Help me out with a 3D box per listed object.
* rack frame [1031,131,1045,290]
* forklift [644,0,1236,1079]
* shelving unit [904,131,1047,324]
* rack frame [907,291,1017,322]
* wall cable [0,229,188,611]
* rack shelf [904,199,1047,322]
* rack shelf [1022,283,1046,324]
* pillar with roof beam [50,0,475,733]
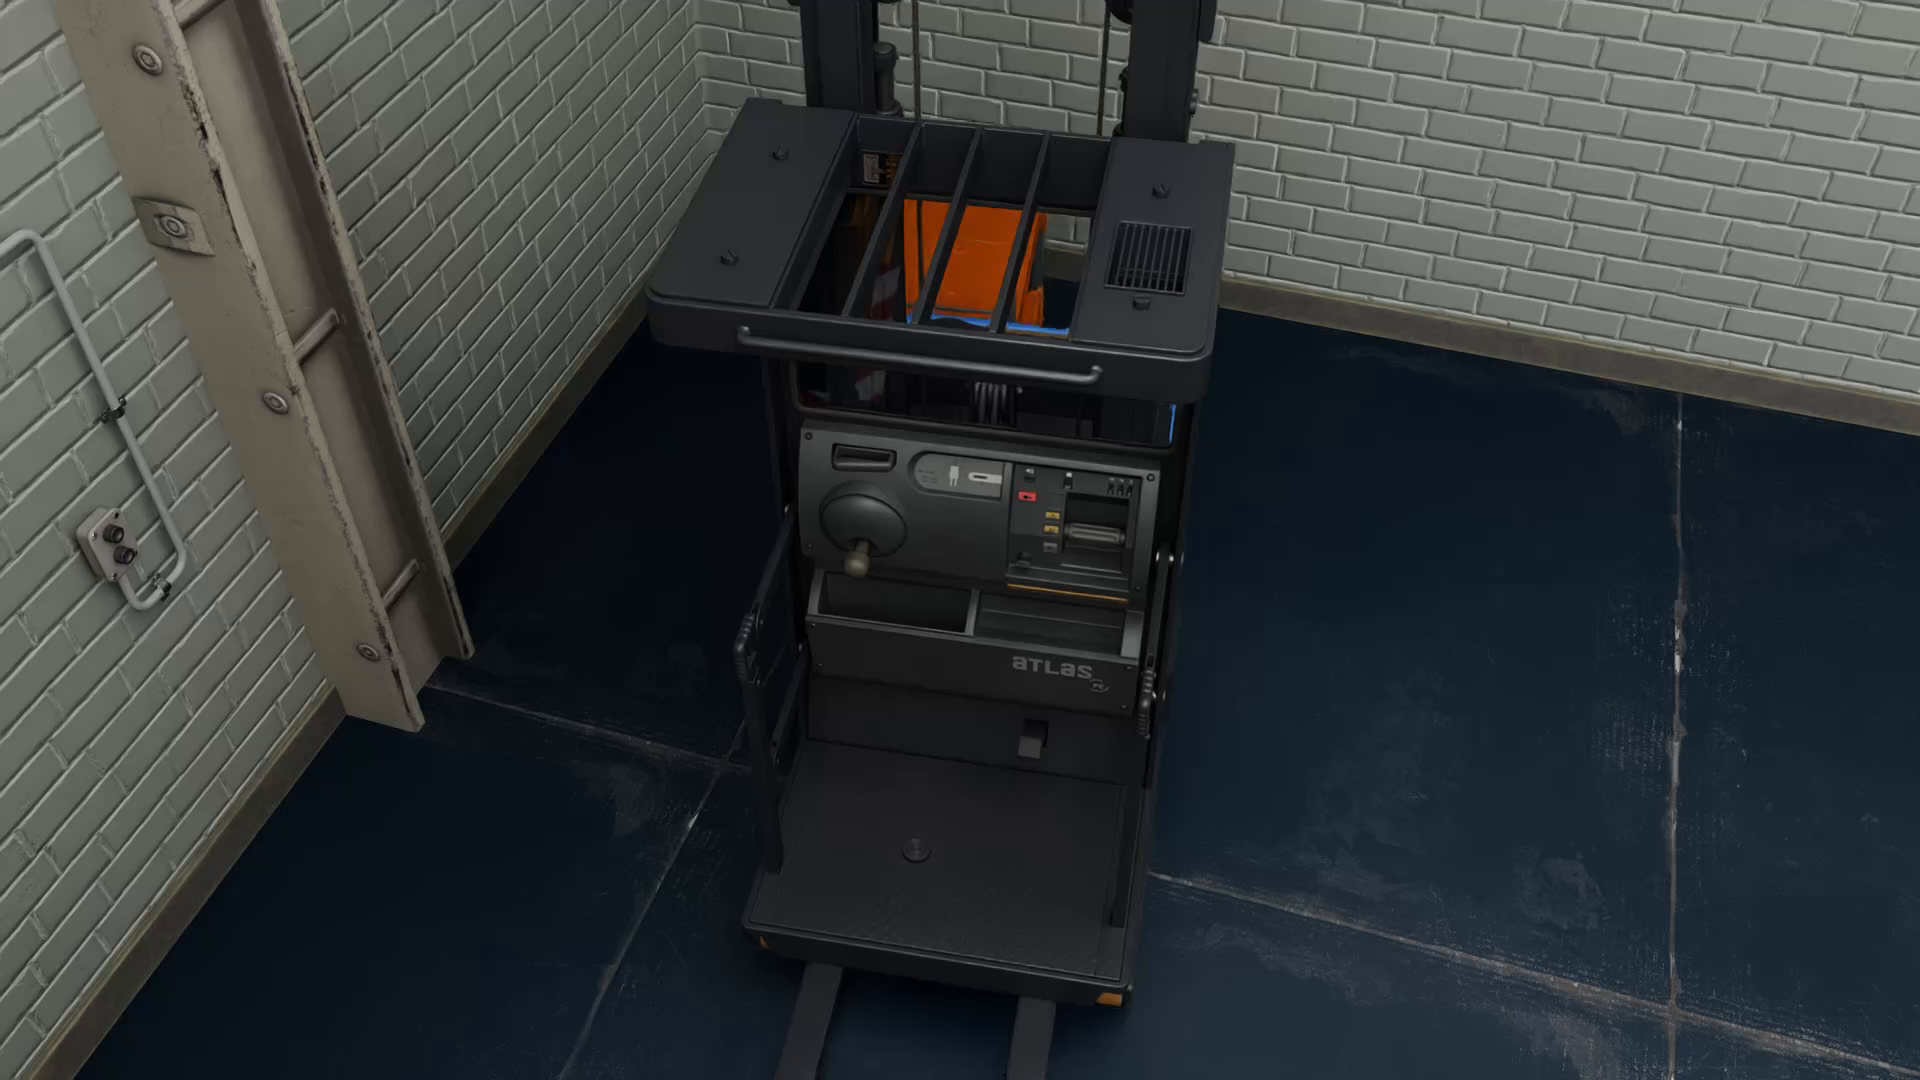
[{"bbox_3d":[0.083,-1.135,6.606,0.500,1.125,0.032,6,45,6],"label":"rack frame"},{"bbox_3d":[0.004,0.026,4.128,1.130,2.935,3.031,7,45,7],"label":"forklift"},{"bbox_3d":[0.011,-0.783,6.246,0.538,1.125,1.048,6,45,6],"label":"shelving unit"},{"bbox_3d":[-0.062,-0.431,5.887,0.500,1.125,0.032,6,45,6],"label":"rack frame"},{"bbox_3d":[-2.417,-0.022,3.402,0.084,1.984,1.851,13,46,13],"label":"wall cable"},{"bbox_3d":[0.011,-0.992,6.041,0.538,0.278,1.000,6,45,6],"label":"rack shelf"},{"bbox_3d":[0.011,-0.608,6.417,0.538,0.278,1.000,6,45,6],"label":"rack shelf"},{"bbox_3d":[2.193,-1.821,1.677,9.100,9.000,0.400,13,46,13],"label":"pillar with roof beam"}]
